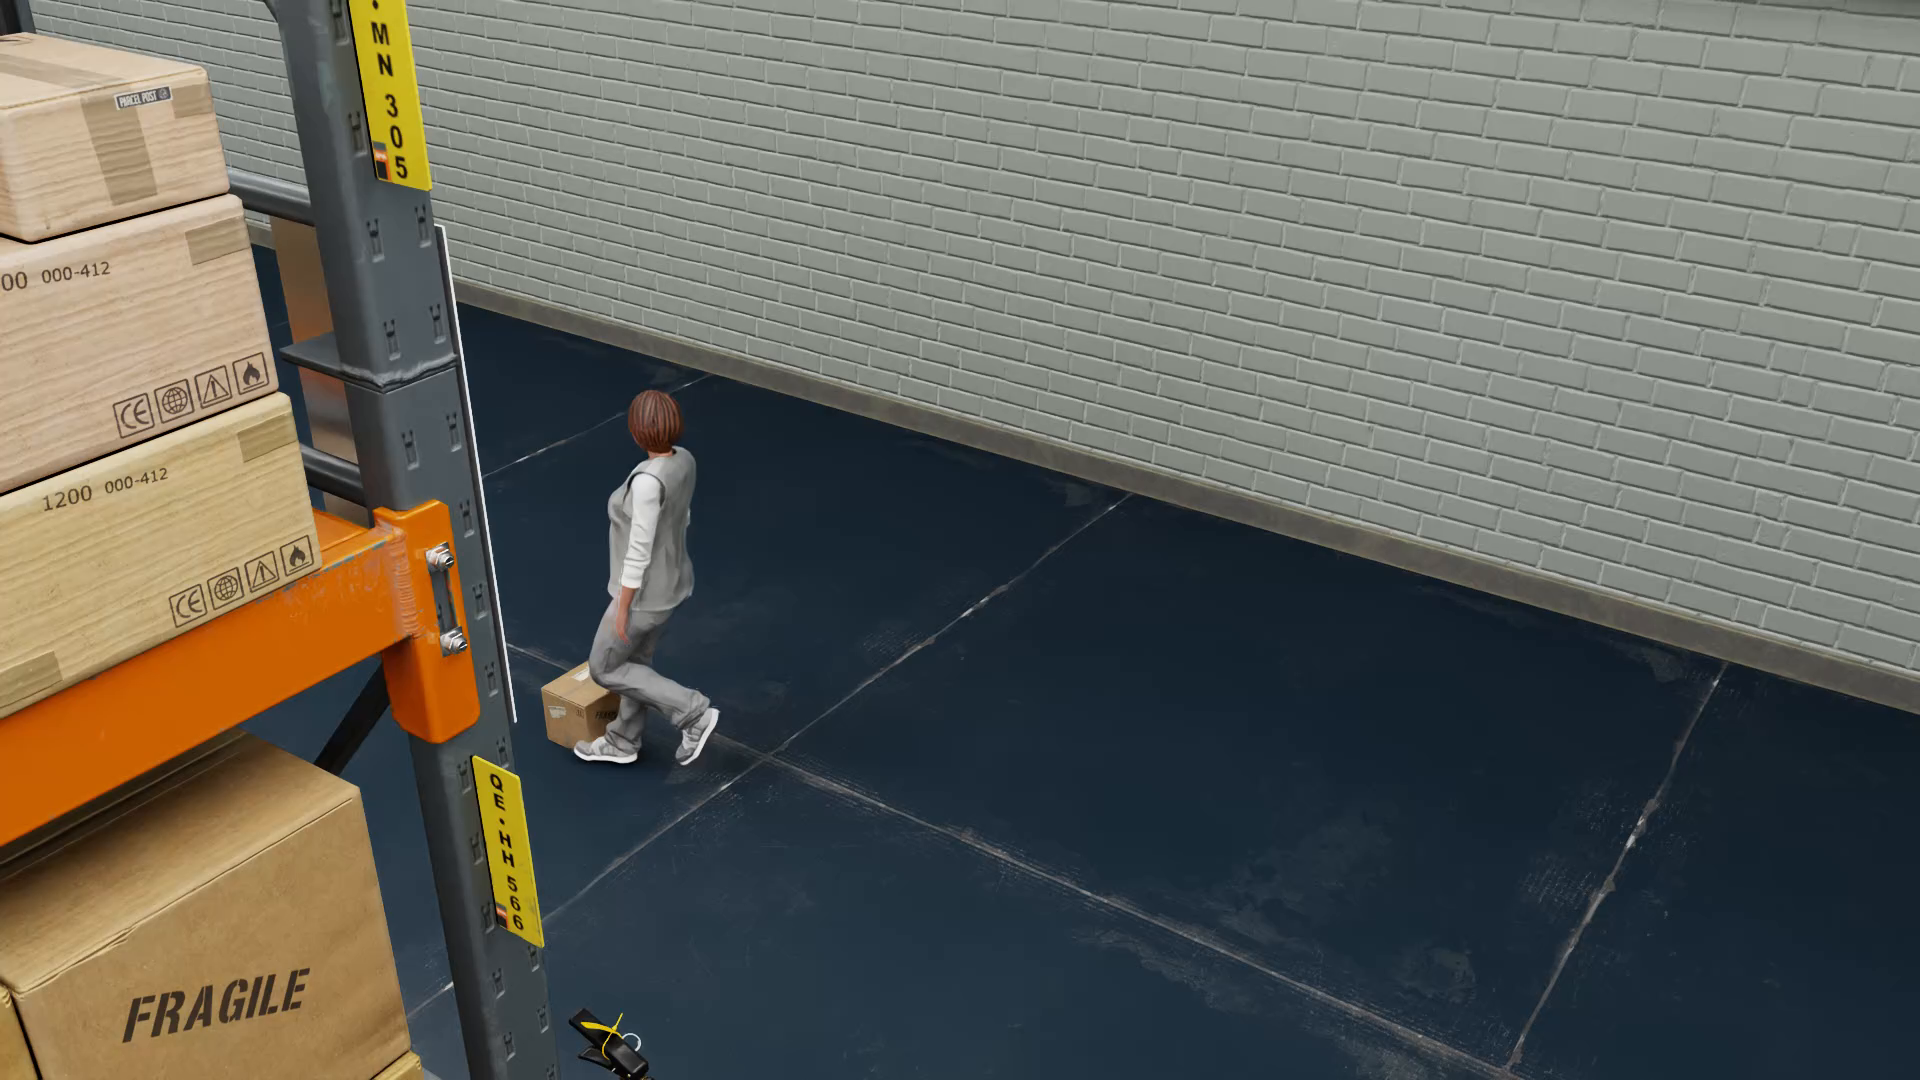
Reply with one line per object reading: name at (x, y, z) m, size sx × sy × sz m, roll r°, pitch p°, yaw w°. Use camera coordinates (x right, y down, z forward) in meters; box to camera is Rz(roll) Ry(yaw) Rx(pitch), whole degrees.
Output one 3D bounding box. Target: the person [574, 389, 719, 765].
person at (-1.230, 0.184, 6.261) m, size 0.642 × 1.578 × 0.485 m, roll 7°, pitch 28°, yaw 13°
